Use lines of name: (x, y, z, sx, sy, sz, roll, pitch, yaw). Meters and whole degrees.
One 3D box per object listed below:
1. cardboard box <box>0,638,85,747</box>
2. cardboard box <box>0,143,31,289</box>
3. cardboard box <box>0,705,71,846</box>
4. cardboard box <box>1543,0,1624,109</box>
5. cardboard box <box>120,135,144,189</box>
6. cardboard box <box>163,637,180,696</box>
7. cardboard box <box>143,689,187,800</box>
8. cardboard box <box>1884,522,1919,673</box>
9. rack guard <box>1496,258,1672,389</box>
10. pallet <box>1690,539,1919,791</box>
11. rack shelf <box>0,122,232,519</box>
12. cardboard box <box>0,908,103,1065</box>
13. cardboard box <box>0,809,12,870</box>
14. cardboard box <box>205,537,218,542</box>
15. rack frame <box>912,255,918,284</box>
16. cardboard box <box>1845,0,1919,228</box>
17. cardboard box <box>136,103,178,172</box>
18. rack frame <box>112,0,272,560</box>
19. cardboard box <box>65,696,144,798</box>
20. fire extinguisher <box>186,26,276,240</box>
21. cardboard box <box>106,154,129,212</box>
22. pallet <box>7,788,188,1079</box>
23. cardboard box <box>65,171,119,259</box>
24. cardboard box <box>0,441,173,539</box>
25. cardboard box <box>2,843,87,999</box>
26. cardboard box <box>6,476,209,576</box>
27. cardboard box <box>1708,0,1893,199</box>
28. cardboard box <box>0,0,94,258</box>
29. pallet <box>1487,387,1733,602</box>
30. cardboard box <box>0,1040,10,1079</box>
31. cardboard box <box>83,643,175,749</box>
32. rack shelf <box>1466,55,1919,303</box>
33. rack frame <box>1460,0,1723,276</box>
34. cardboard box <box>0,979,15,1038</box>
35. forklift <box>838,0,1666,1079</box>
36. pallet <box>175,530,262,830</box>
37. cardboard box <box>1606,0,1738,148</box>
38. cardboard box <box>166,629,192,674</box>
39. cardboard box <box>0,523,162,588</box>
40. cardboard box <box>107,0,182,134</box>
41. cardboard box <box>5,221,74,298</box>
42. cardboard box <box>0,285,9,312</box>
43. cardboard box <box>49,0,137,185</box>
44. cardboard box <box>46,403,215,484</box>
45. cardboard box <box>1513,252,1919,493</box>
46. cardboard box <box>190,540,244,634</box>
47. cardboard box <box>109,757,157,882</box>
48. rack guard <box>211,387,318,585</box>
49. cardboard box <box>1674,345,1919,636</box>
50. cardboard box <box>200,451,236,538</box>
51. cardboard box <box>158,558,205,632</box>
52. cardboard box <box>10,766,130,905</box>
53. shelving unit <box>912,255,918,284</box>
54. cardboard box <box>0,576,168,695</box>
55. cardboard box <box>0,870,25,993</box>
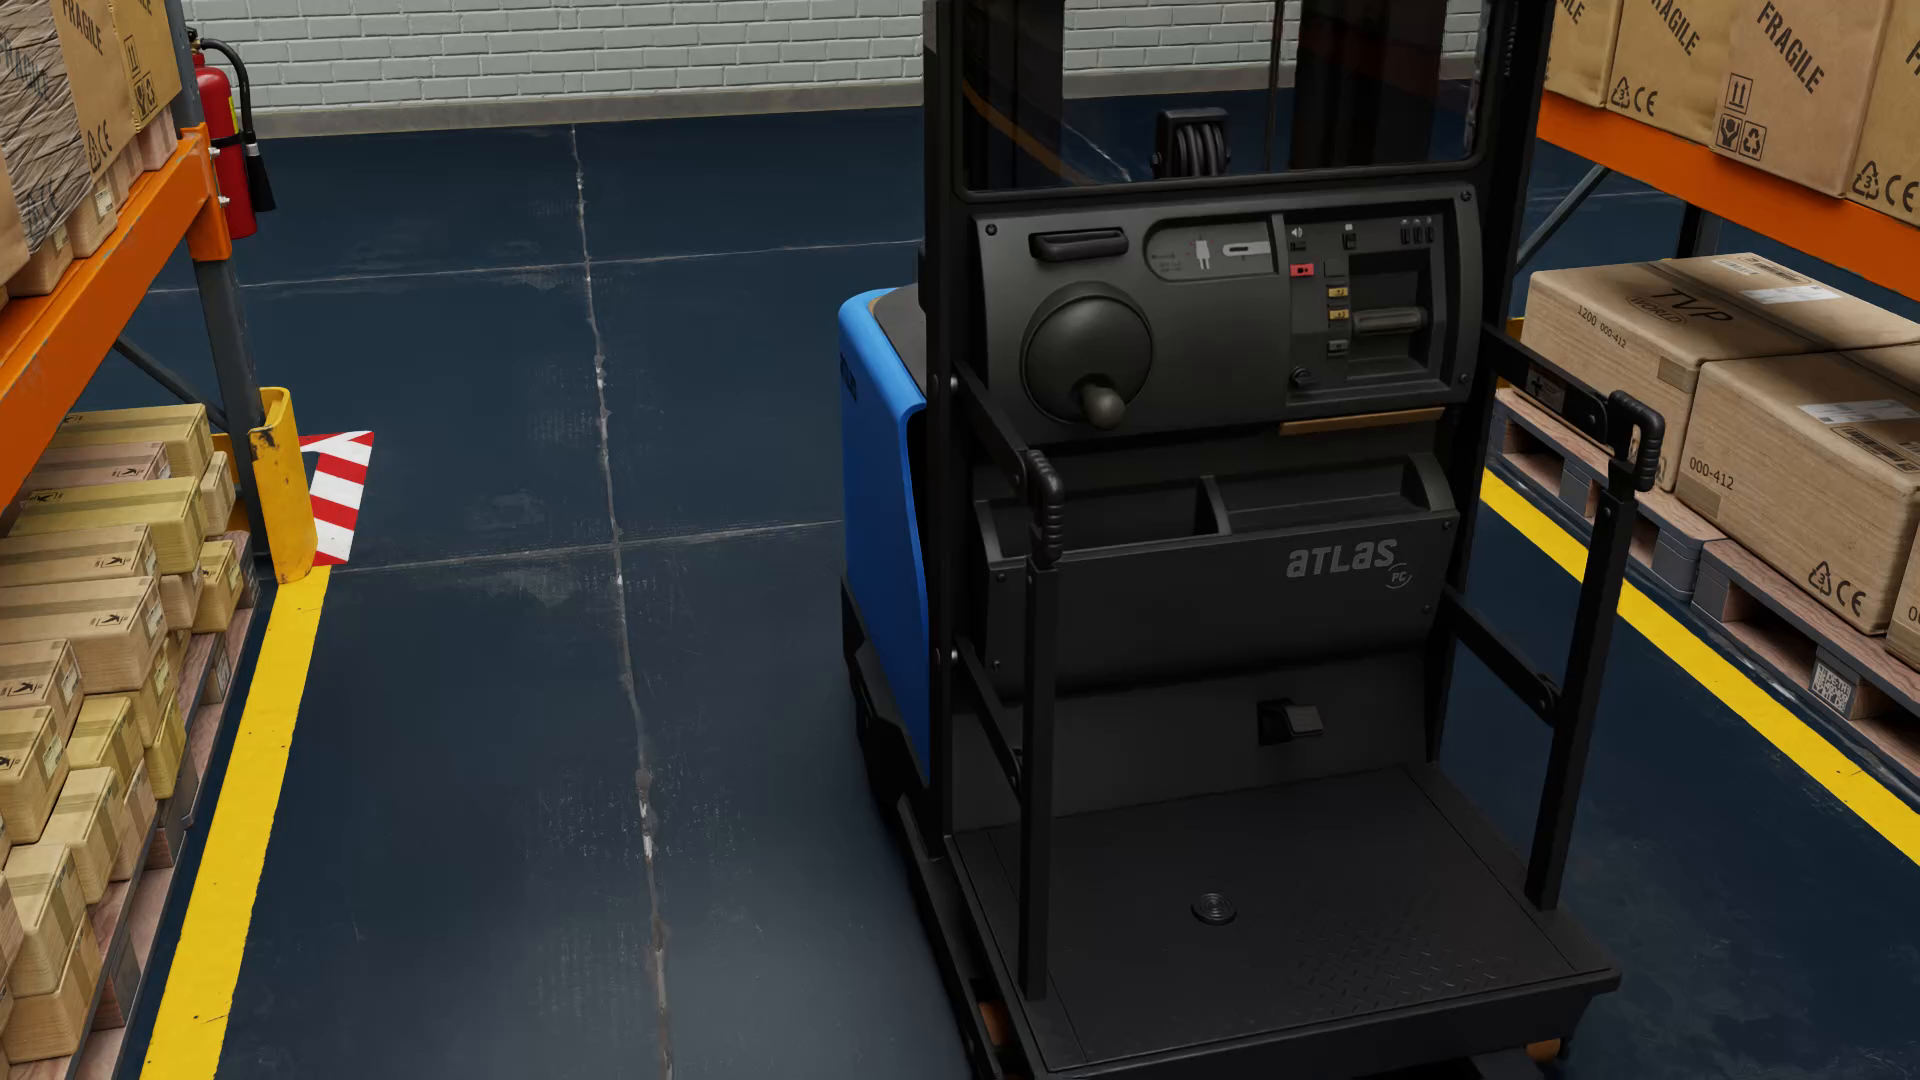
cardboard box: (-1.976, 0.339, 3.286, 0.380, 0.149, 0.250, -7, 28, -13)
cardboard box: (-1.899, -0.601, 2.671, 0.500, 0.500, 0.500, -5, 27, -9)
cardboard box: (-1.889, 0.451, 3.064, 0.380, 0.149, 0.250, -6, 27, -11)
cardboard box: (2.041, -1.615, 5.010, 0.500, 0.500, 0.500, -6, 27, -12)
cardboard box: (-2.219, -0.924, 4.030, 0.380, 0.149, 0.250, -6, 27, -12)
cardboard box: (-2.065, 0.366, 3.893, 0.380, 0.149, 0.250, -6, 27, -11)
cardboard box: (-1.947, 0.472, 3.684, 0.380, 0.149, 0.250, -7, 28, -14)
cardboard box: (2.874, 0.223, 3.858, 0.875, 0.438, 0.875, -7, 28, -13)
rack guard: (2.207, -0.705, 6.092, 1.175, 0.500, 0.348, -6, 27, -12)
pallet: (2.740, 0.312, 4.397, 1.003, 0.211, 1.213, -6, 27, -12)
rack shelf: (-2.137, -0.064, 2.846, 1.077, 0.370, 4.000, -6, 27, -12)
cardboard box: (-1.787, 0.820, 2.994, 0.380, 0.149, 0.250, -7, 28, -13)
cardboard box: (-1.872, 0.564, 2.842, 0.380, 0.149, 0.250, -7, 28, -14)
cardboard box: (-2.266, 0.032, 4.556, 0.380, 0.149, 0.250, -5, 27, -11)
rack frame: (-0.025, -0.450, 5.143, 0.240, 0.900, 0.006, -6, 27, -12)
cardboard box: (2.408, -0.952, 3.697, 0.500, 0.500, 0.500, -5, 27, -10)
cardboard box: (-2.239, -1.037, 4.254, 0.380, 0.149, 0.250, -6, 27, -12)
rack frame: (-2.588, -1.263, 4.424, 1.000, 3.000, 0.127, -6, 27, -12)
cardboard box: (-1.903, 0.460, 3.377, 0.380, 0.149, 0.250, -5, 27, -9)
fire extinguisher: (-2.195, -1.220, 4.837, 0.296, 0.674, 0.183, -6, 27, -12)
cardboard box: (-2.148, -0.815, 3.815, 0.380, 0.149, 0.250, -6, 27, -12)
pallet: (-2.151, 0.910, 3.213, 1.003, 0.211, 1.213, -6, 27, -12)
cardboard box: (-2.068, -0.705, 3.598, 0.380, 0.149, 0.250, -5, 27, -10)
cardboard box: (-2.221, -0.121, 4.198, 0.380, 0.149, 0.250, -5, 27, -11)
cardboard box: (-1.783, 0.689, 2.923, 0.380, 0.149, 0.250, -6, 27, -12)
cardboard box: (-2.039, -0.020, 3.998, 0.380, 0.149, 0.250, -7, 28, -13)
cardboard box: (2.279, -1.171, 4.129, 0.500, 0.500, 0.500, -6, 27, -12)
cardboard box: (-2.001, -0.821, 3.107, 0.500, 0.500, 0.500, -6, 27, -11)
pallet: (2.469, -0.222, 5.456, 1.003, 0.211, 1.213, -6, 27, -12)
cardboard box: (-1.823, 0.944, 2.749, 0.380, 0.149, 0.250, -7, 28, -14)
cardboard box: (-1.943, 0.346, 3.604, 0.380, 0.149, 0.250, -6, 27, -11)
rack shelf: (2.663, -0.611, 3.930, 1.077, 0.370, 4.000, -6, 27, -12)
rack frame: (2.212, -1.810, 5.508, 1.000, 3.000, 0.127, -6, 27, -12)
cardboard box: (-1.788, 0.806, 2.691, 0.380, 0.149, 0.250, -5, 27, -9)
forklift: (0.539, -0.372, 2.734, 1.130, 2.935, 3.031, -6, 27, -12)
pallet: (-2.422, 0.375, 4.272, 1.003, 0.211, 1.213, -6, 27, -12)
cardboard box: (2.182, -1.396, 4.576, 0.500, 0.500, 0.500, -6, 27, -12)
cardboard box: (-2.134, 0.259, 4.105, 0.380, 0.149, 0.250, -6, 27, -12)
cardboard box: (-2.042, 0.100, 3.760, 0.380, 0.149, 0.250, -7, 28, -14)
cardboard box: (-2.236, -1.270, 3.995, 0.500, 0.500, 0.500, -5, 27, -11)
cardboard box: (-2.037, -0.587, 3.362, 0.380, 0.149, 0.250, -7, 28, -14)
cardboard box: (-2.034, -0.462, 3.116, 0.380, 0.149, 0.250, -7, 28, -14)
cardboard box: (-2.125, -1.043, 3.546, 0.500, 0.500, 0.500, -6, 27, -12)
cardboard box: (-2.222, -0.237, 4.428, 0.380, 0.149, 0.250, -6, 27, -11)
cardboard box: (2.458, -0.574, 5.436, 0.875, 0.438, 0.875, -7, 28, -13)
cardboard box: (-2.109, 0.134, 4.352, 0.380, 0.149, 0.250, -5, 27, -10)
cardboard box: (-1.905, 0.594, 3.442, 0.380, 0.149, 0.250, -5, 27, -11)
rack guard: (-2.571, -0.114, 4.921, 1.175, 0.500, 0.348, -6, 27, -12)
cardboard box: (2.673, -0.173, 4.642, 0.875, 0.438, 0.875, -5, 27, -10)
cardboard box: (-2.191, -0.108, 4.503, 0.380, 0.149, 0.250, -7, 28, -13)
cardboard box: (-2.072, 0.120, 4.051, 0.380, 0.149, 0.250, -7, 28, -14)
cardboard box: (-1.814, 0.578, 3.143, 0.380, 0.149, 0.250, -6, 27, -11)
shelving unit: (-0.002, -0.405, 5.054, 0.258, 0.900, 0.210, -6, 27, -12)
cardboard box: (-1.927, 0.212, 3.538, 0.380, 0.149, 0.250, -5, 27, -10)
cardboard box: (-1.730, 0.675, 2.621, 0.380, 0.149, 0.250, -5, 27, -10)
